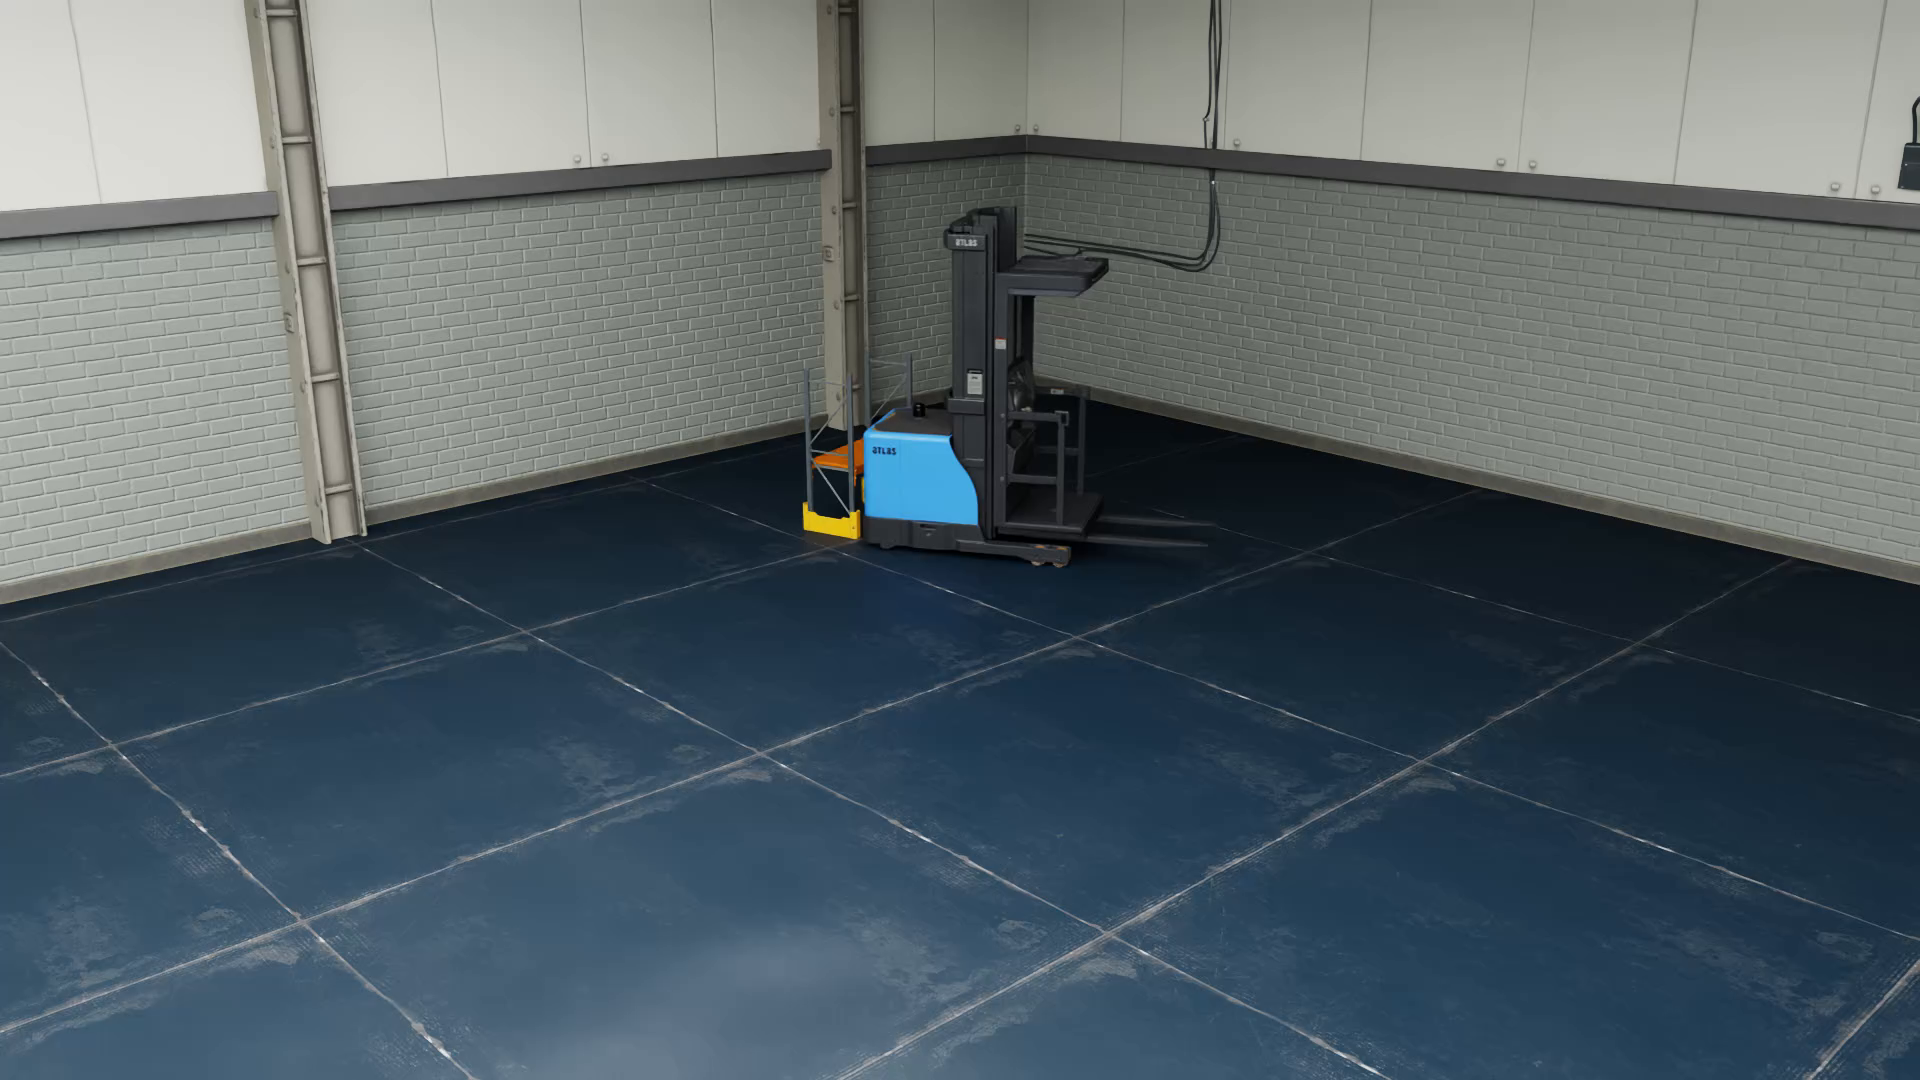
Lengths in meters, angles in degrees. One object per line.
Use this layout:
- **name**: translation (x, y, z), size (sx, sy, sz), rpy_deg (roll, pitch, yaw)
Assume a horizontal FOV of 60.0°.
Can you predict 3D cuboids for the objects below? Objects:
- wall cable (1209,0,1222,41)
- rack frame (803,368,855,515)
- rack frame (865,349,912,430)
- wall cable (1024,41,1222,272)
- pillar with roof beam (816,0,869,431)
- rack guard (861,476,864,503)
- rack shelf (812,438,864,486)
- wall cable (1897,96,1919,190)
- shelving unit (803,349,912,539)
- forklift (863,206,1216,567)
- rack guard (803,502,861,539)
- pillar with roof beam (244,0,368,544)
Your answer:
- **wall cable**: translation (3.634, -6.237, 16.476), size (0.112, 2.526, 3.097), rpy_deg (-16, 24, -41)
- **rack frame**: translation (-1.170, -0.777, 14.948), size (0.500, 1.500, 0.032), rpy_deg (10, 20, 28)
- **rack frame**: translation (-0.672, -1.050, 15.791), size (0.500, 1.500, 0.032), rpy_deg (10, 20, 28)
- **wall cable**: translation (1.775, -4.441, 19.125), size (0.112, 2.526, 3.097), rpy_deg (-16, 24, -41)
- **pillar with roof beam**: translation (1.683, -4.625, 14.659), size (0.400, 9.000, 9.100), rpy_deg (-16, 24, -41)
- **rack guard**: translation (-0.682, -0.450, 15.968), size (0.587, 0.250, 0.087), rpy_deg (10, 20, 28)
- **rack shelf**: translation (-0.921, -0.742, 15.425), size (0.538, 0.185, 1.000), rpy_deg (10, 20, 28)
- **wall cable**: translation (8.286, -5.405, 11.550), size (0.169, 6.003, 2.305), rpy_deg (-16, 24, -41)
- **shelving unit**: translation (-0.926, -0.911, 15.362), size (0.587, 1.500, 1.083), rpy_deg (10, 20, 28)
- **forklift**: translation (0.718, -1.346, 14.383), size (3.031, 2.935, 1.130), rpy_deg (4, 18, 14)
- **rack guard**: translation (-1.170, -0.182, 15.142), size (0.587, 0.250, 0.087), rpy_deg (10, 20, 28)
- **pillar with roof beam**: translation (-2.676, -3.354, 10.738), size (0.400, 9.000, 9.100), rpy_deg (-16, 24, -41)
